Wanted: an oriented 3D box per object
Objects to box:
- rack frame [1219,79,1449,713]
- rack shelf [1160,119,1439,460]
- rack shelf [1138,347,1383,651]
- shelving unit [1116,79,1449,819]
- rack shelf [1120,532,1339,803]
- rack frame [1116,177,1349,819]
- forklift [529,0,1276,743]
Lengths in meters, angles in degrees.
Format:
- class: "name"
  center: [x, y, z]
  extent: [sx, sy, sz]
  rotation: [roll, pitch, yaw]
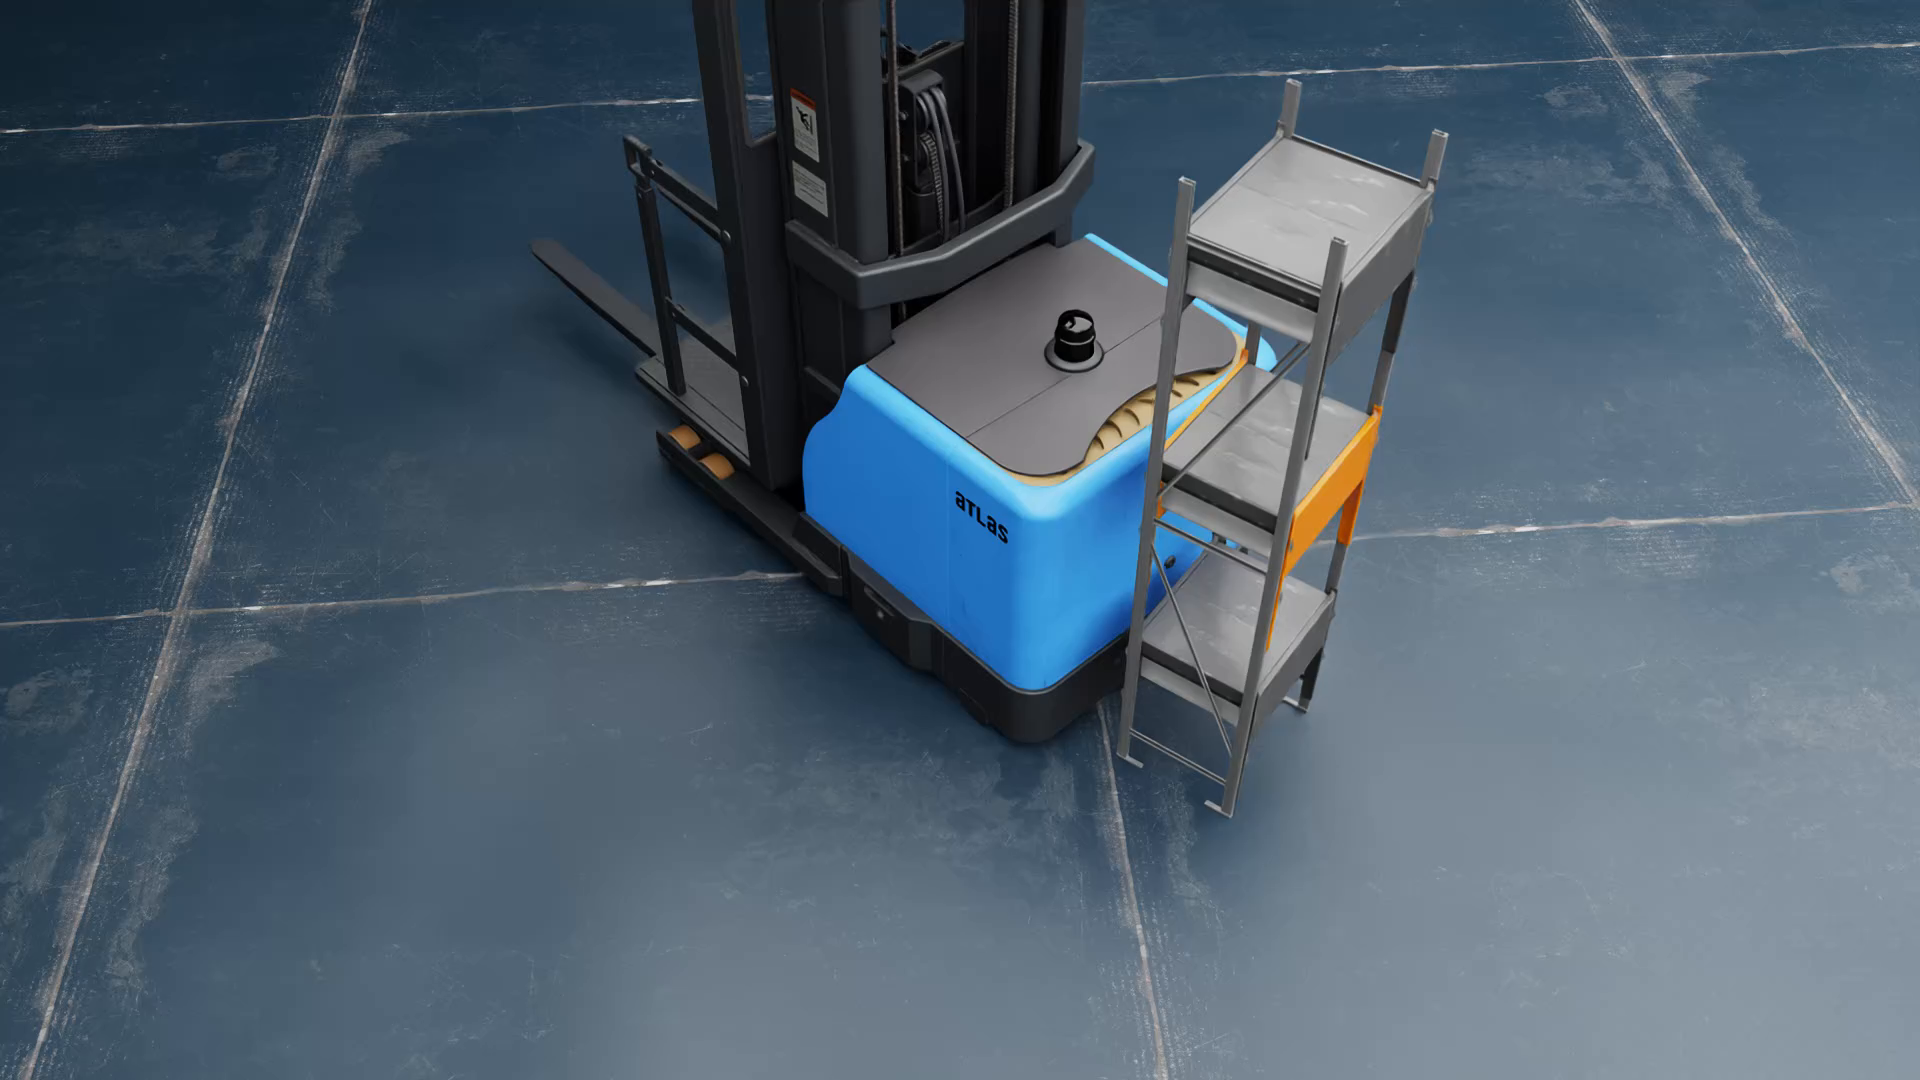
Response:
- class: "rack frame"
  center: [0.929, -0.265, 4.552]
  extent: [0.400, 2.100, 0.015]
  rotation: [28, 53, 24]
- class: "rack shelf"
  center: [0.783, -0.593, 3.918]
  extent: [0.431, 0.518, 0.480]
  rotation: [28, 53, 24]
- class: "rack shelf"
  center: [0.786, -0.112, 4.426]
  extent: [0.431, 0.518, 0.480]
  rotation: [28, 53, 24]
- class: "shelving unit"
  center: [0.786, -0.121, 4.416]
  extent: [0.431, 2.100, 0.503]
  rotation: [28, 53, 24]
- class: "rack shelf"
  center: [0.789, 0.370, 4.935]
  extent: [0.431, 0.518, 0.480]
  rotation: [28, 53, 24]
- class: "rack frame"
  center: [0.643, 0.023, 4.281]
  extent: [0.400, 2.100, 0.015]
  rotation: [28, 53, 24]
- class: "forklift"
  center: [-0.430, -1.376, 5.034]
  extent: [1.130, 2.935, 3.031]
  rotation: [-34, 55, -28]
